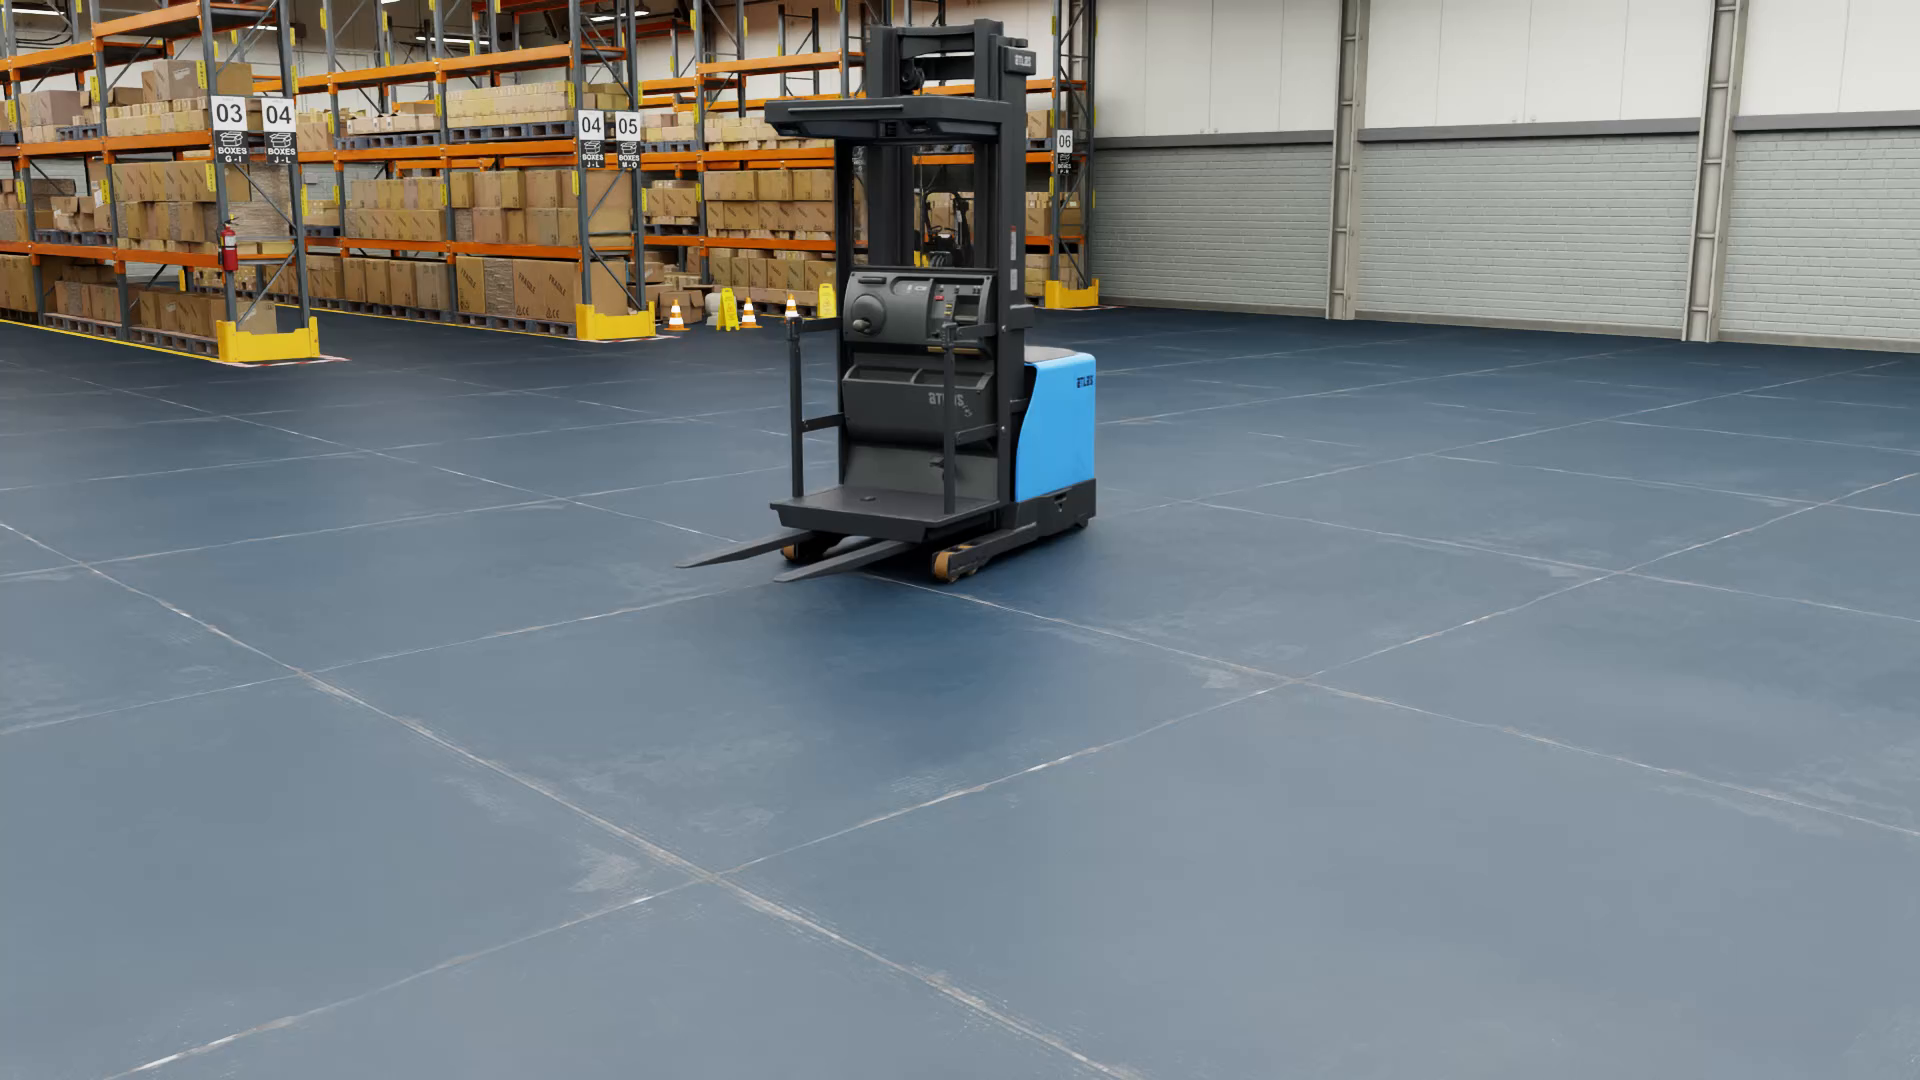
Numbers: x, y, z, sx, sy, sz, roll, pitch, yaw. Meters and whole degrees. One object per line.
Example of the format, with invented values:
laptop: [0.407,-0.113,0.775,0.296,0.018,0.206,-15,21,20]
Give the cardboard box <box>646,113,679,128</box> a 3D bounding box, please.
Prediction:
cardboard box: [-5.491,-7.779,30.892,0.500,0.250,0.500,-11,16,-42]

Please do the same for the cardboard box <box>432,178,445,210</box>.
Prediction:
cardboard box: [-8.135,-5.626,27.057,0.700,0.500,0.500,-11,16,-44]

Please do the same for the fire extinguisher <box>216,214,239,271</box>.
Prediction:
fire extinguisher: [-8.937,-3.636,20.319,0.296,0.674,0.183,-11,16,-43]

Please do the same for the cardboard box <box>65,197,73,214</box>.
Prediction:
cardboard box: [-13.348,-5.036,25.635,0.700,0.500,0.500,-8,14,-34]

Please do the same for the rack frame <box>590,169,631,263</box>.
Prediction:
rack frame: [-7.040,-6.304,33.074,1.000,3.000,0.127,-11,16,-43]

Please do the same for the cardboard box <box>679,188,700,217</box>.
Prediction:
cardboard box: [-4.763,-6.156,30.330,0.500,0.500,0.500,-11,16,-44]

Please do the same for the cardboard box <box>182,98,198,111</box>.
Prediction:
cardboard box: [-9.463,-5.422,20.745,0.250,0.149,0.380,11,16,43]

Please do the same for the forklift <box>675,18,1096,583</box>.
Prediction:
forklift: [-0.347,-1.318,9.046,1.130,2.935,3.031,7,13,30]

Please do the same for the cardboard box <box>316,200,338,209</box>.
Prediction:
cardboard box: [-11.220,-5.981,29.614,0.250,0.149,0.380,11,16,43]

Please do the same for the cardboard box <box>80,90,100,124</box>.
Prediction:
cardboard box: [-12.349,-6.284,24.249,0.797,0.503,0.637,-10,15,-40]

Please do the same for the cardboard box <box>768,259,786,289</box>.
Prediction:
cardboard box: [-2.964,-4.593,28.687,0.500,0.500,0.500,11,16,44]

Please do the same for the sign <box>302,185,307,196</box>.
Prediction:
sign: [-12.914,-6.828,32.749,0.100,0.325,0.005,-11,16,-43]

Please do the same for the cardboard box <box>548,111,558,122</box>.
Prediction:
cardboard box: [-5.674,-6.070,23.843,0.380,0.149,0.250,-11,16,-42]

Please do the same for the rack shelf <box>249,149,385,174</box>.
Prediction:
rack shelf: [-11.932,-7.008,30.841,1.077,0.370,4.000,-11,16,-43]

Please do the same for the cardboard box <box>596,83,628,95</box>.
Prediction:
cardboard box: [-5.026,-6.516,24.028,0.380,0.149,0.250,-11,16,-42]

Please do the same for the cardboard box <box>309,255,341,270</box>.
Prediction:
cardboard box: [-11.569,-5.083,30.446,0.500,0.250,0.500,-11,16,-42]

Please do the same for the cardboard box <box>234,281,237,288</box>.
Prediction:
cardboard box: [-14.545,-5.153,33.513,0.380,0.149,0.250,-11,16,-43]

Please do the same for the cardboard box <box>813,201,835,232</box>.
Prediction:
cardboard box: [-2.089,-5.371,27.565,0.500,0.500,0.500,-11,16,-44]

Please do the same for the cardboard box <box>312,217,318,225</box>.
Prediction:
cardboard box: [-11.394,-5.726,29.853,0.380,0.149,0.250,-11,16,-43]

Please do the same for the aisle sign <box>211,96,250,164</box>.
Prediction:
aisle sign: [-8.857,-4.977,20.195,0.394,0.787,0.004,-11,16,-43]

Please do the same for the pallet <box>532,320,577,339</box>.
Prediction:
pallet: [-5.634,-3.171,24.782,1.003,0.211,1.213,-11,16,-43]

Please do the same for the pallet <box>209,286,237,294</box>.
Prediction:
pallet: [-14.649,-5.088,34.085,1.003,0.211,1.213,-11,16,-43]

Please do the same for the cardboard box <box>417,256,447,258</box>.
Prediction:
cardboard box: [-12.037,-6.339,38.557,0.875,0.438,0.875,11,16,43]

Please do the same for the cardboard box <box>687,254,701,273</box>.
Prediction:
cardboard box: [-6.044,-6.459,38.982,0.500,0.500,0.500,-10,15,-40]

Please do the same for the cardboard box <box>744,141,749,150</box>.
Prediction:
cardboard box: [-3.528,-6.837,28.851,0.250,0.149,0.380,11,16,43]

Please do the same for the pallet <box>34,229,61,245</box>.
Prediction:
pallet: [-13.638,-4.739,25.957,1.213,0.211,1.003,-11,16,-43]

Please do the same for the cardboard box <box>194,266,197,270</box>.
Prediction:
cardboard box: [-15.959,-5.743,34.905,0.250,0.149,0.380,11,16,43]

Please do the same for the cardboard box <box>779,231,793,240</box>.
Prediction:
cardboard box: [-2.862,-5.215,28.411,0.380,0.149,0.250,-11,16,-43]

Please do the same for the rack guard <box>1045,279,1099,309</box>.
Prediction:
rack guard: [2.089,-4.600,31.002,1.175,0.500,0.348,-11,16,-43]

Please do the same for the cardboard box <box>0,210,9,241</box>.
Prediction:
cardboard box: [-15.429,-5.158,27.265,0.500,0.500,0.500,11,16,43]

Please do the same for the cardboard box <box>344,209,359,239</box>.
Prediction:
cardboard box: [-10.436,-5.545,29.143,0.500,0.500,0.500,-11,16,-42]

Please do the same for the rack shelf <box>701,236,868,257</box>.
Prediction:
rack shelf: [-2.897,-5.076,28.896,1.077,0.370,4.000,-11,16,-43]

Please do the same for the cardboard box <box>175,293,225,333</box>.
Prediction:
cardboard box: [-10.311,-3.094,22.650,0.500,0.500,0.500,10,15,40]

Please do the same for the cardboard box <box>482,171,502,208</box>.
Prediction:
cardboard box: [-6.821,-5.397,25.625,0.875,0.550,0.550,-11,16,-43]

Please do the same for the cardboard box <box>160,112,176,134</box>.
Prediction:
cardboard box: [-9.894,-5.334,21.306,0.500,0.250,0.500,-10,16,-41]

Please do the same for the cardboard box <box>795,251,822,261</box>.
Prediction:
cardboard box: [-2.559,-4.805,28.106,0.380,0.149,0.250,-10,15,-41]

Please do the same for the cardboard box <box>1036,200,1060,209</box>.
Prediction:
cardboard box: [1.630,-6.206,30.747,0.380,0.149,0.250,-11,16,-42]

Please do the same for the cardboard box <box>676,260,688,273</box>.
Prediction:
cardboard box: [-6.500,-6.598,40.124,0.500,0.311,0.500,-10,15,-41]

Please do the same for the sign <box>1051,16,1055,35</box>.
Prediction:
sign: [1.670,-9.189,29.702,0.100,0.325,0.005,-11,16,-43]

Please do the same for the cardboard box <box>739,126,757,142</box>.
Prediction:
cardboard box: [-3.472,-7.010,28.703,0.500,0.250,0.500,-11,16,-42]

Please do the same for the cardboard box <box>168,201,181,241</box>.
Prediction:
cardboard box: [-9.789,-4.169,21.728,0.875,0.500,0.500,-11,16,-43]

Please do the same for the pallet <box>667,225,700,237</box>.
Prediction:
pallet: [-4.700,-5.758,30.899,1.003,0.211,1.213,-11,16,-43]

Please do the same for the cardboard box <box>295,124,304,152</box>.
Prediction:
cardboard box: [-11.826,-7.310,30.276,0.500,0.500,0.500,-11,16,-43]

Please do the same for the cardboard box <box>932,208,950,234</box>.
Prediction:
cardboard box: [-0.201,-6.286,32.741,0.500,0.500,0.500,-11,16,-42]

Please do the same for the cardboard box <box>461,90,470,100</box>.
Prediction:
cardboard box: [-7.431,-6.832,25.563,0.380,0.149,0.250,-11,16,-43]

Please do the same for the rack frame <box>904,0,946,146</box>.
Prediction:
rack frame: [-0.690,-9.350,32.995,1.000,3.000,0.127,-11,16,-43]

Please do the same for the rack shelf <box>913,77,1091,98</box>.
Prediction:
rack shelf: [0.691,-8.510,31.691,1.077,0.370,4.000,-11,16,-43]

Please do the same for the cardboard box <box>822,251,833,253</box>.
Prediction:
cardboard box: [-3.032,-5.945,36.180,0.875,0.625,0.625,-10,15,-41]

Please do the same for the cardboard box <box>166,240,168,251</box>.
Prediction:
cardboard box: [-10.263,-3.895,22.007,0.380,0.149,0.250,-11,16,-43]

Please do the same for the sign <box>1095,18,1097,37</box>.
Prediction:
sign: [2.478,-9.378,30.422,0.100,0.325,0.005,-11,16,-43]

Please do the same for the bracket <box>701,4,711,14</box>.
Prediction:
bracket: [-6.014,-12.398,38.867,0.235,0.232,0.430,-11,16,-43]

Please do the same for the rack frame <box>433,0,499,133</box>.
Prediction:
rack frame: [-7.788,-7.953,26.215,1.000,3.000,0.127,-11,16,-43]

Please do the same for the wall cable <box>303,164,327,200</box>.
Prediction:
wall cable: [-16.476,-8.804,42.614,0.585,1.953,0.123,-11,16,-43]

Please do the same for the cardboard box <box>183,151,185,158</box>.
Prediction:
cardboard box: [-15.950,-8.061,34.543,0.500,0.250,0.500,-10,15,-41]
